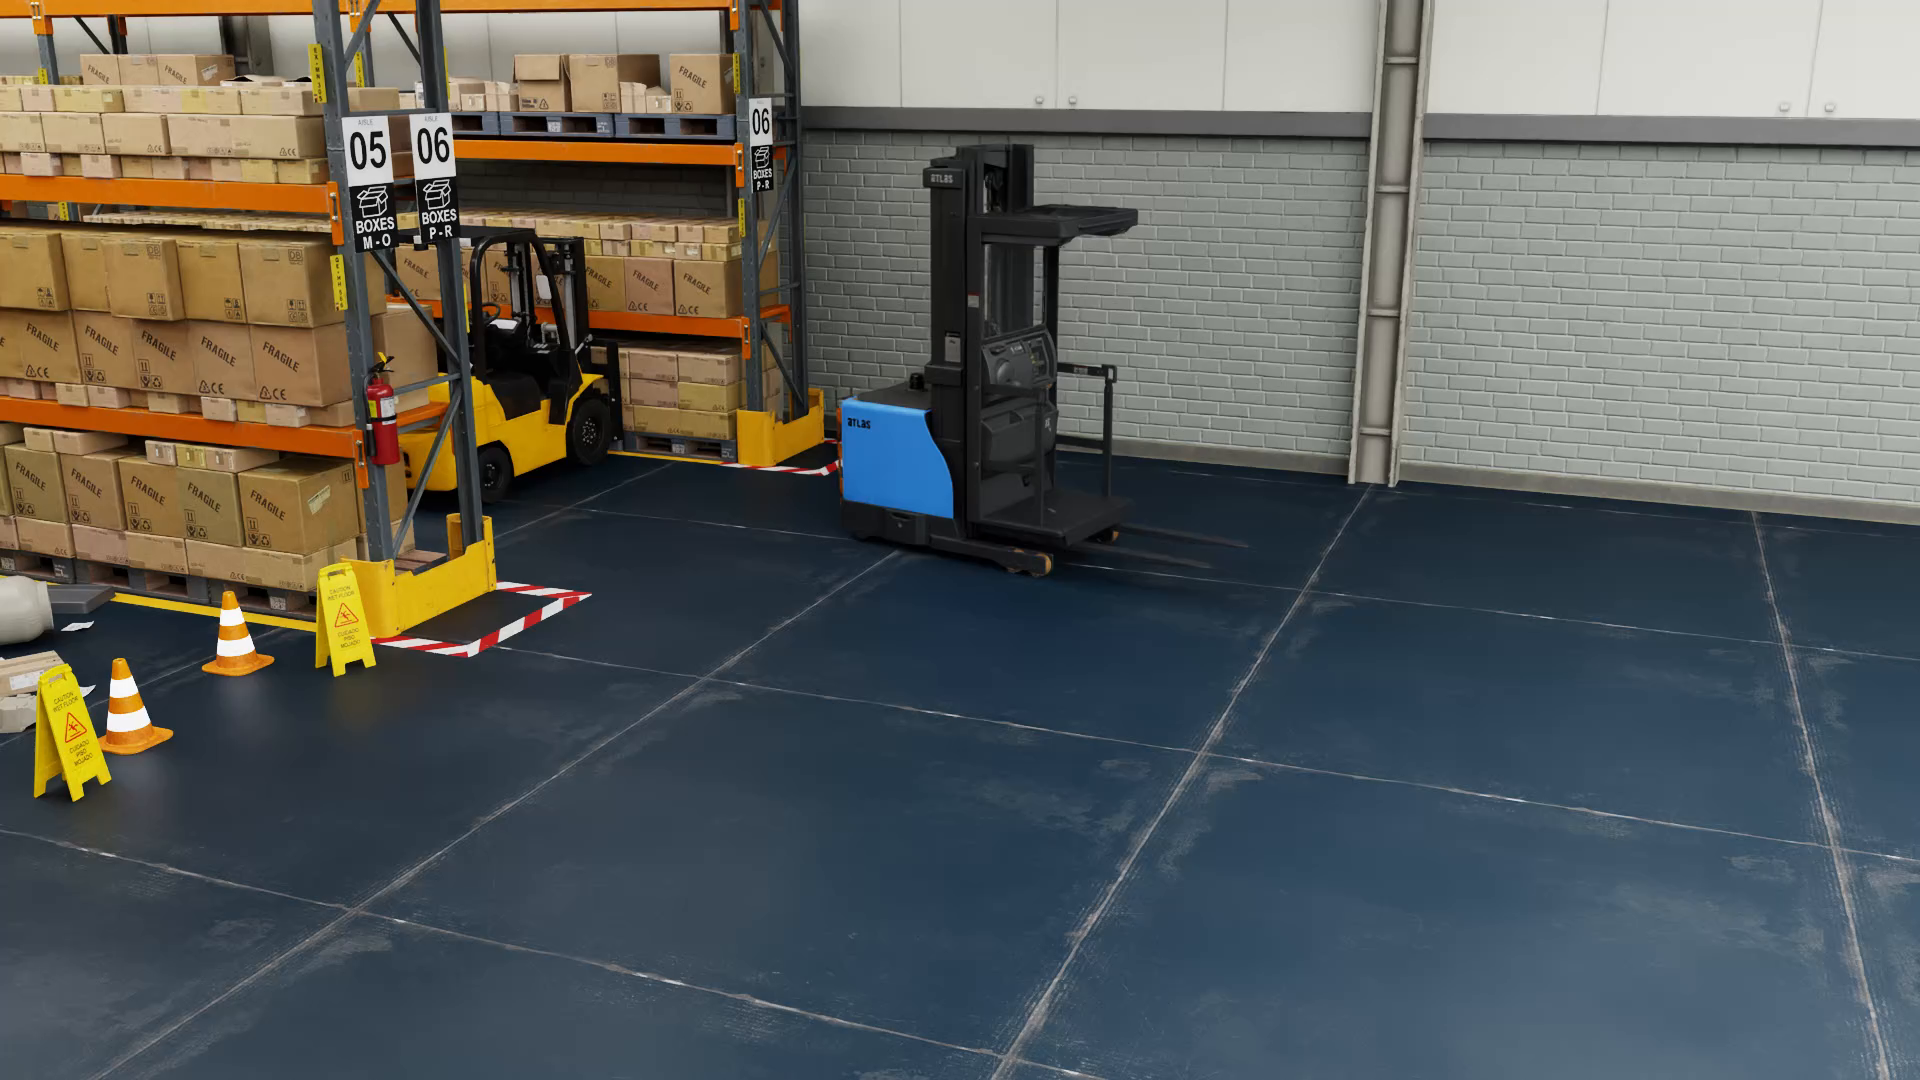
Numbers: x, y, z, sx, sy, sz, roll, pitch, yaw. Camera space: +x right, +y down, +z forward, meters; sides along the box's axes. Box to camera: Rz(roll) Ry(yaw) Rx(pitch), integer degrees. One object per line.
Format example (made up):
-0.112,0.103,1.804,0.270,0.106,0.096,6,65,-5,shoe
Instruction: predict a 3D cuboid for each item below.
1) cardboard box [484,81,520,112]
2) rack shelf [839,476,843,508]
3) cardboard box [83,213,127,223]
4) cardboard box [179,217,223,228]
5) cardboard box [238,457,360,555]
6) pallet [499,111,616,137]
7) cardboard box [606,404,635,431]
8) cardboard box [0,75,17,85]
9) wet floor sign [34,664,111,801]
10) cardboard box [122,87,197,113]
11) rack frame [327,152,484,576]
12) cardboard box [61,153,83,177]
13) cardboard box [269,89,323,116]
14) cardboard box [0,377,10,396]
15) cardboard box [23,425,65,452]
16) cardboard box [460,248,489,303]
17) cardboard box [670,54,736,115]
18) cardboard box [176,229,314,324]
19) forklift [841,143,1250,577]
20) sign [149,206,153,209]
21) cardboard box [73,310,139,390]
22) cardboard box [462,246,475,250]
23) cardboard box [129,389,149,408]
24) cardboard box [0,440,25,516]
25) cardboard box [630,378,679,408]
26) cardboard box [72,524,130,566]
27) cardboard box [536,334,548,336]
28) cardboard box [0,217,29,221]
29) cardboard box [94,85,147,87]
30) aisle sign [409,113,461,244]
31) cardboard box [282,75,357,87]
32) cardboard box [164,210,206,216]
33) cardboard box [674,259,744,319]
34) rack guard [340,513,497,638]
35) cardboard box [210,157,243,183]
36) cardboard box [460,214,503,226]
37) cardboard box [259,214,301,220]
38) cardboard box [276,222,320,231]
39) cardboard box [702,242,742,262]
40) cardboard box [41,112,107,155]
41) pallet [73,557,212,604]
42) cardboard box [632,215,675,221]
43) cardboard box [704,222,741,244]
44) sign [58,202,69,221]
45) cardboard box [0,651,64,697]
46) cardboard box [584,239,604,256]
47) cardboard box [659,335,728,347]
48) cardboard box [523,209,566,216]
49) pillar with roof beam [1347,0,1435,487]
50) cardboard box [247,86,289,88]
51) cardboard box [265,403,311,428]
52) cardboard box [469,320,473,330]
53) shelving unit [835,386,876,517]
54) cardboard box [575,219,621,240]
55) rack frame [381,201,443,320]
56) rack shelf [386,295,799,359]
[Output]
-4.127,-4.066,15.226,0.258,0.266,0.396,6,17,19,cardboard box
-0.792,-0.384,13.136,0.240,0.259,0.215,9,19,34,rack shelf
-8.929,-3.330,17.422,0.250,0.149,0.380,7,18,22,cardboard box
-7.725,-3.201,16.976,0.250,0.149,0.380,7,17,22,cardboard box
-4.335,-0.229,10.916,0.500,0.500,0.500,6,17,21,cardboard box
-3.463,-3.863,15.377,1.213,0.211,1.003,6,17,21,pallet
-3.150,-1.215,15.659,0.500,0.250,0.500,6,17,21,cardboard box
-10.018,-4.809,17.499,0.250,0.149,0.380,6,17,19,cardboard box
-4.462,0.941,8.276,0.232,0.644,0.267,3,17,11,wet floor sign
-5.062,-2.792,10.550,0.250,0.149,0.380,6,17,19,cardboard box
-3.494,-0.974,10.647,0.127,3.000,1.000,6,17,21,rack frame
-5.578,-2.449,10.799,0.250,0.149,0.380,6,17,21,cardboard box
-3.917,-2.634,10.008,0.250,0.149,0.380,6,17,21,cardboard box
-6.527,-1.115,11.585,0.250,0.149,0.380,6,17,20,cardboard box
-6.192,-0.725,11.460,0.250,0.149,0.380,7,18,23,cardboard box
-4.589,-2.556,15.920,0.500,0.500,0.500,7,17,22,cardboard box
-2.177,-3.982,14.516,0.500,0.500,0.500,7,18,22,cardboard box
-4.517,-1.694,10.622,0.500,0.500,0.700,6,17,21,cardboard box
0.604,-1.314,11.942,3.031,2.935,1.130,10,19,32,forklift
-8.917,-3.780,18.237,0.005,0.325,0.100,6,17,21,sign
-5.492,-1.310,11.092,0.500,0.500,0.500,6,17,21,cardboard box
-4.500,-2.839,15.730,0.250,0.149,0.380,7,17,22,cardboard box
-5.335,-0.997,11.179,0.250,0.149,0.380,6,17,21,cardboard box
-6.765,-0.494,11.827,0.500,0.500,0.500,7,18,23,cardboard box
-2.706,-1.405,15.416,0.500,0.250,0.500,6,17,20,cardboard box
-5.770,-0.028,11.569,0.500,0.250,0.500,6,17,20,cardboard box
-4.123,-1.798,15.872,0.500,0.250,0.500,7,18,23,cardboard box
-6.885,-1.952,11.513,0.500,0.500,0.700,6,17,20,cardboard box
-5.608,-2.994,11.248,0.250,0.149,0.380,6,17,21,cardboard box
-3.322,-2.296,10.539,0.004,0.787,0.394,6,17,21,aisle sign
-6.159,-4.329,16.051,0.500,0.311,0.500,6,17,19,cardboard box
-8.238,-3.418,17.725,0.250,0.149,0.380,6,17,21,cardboard box
-2.230,-2.291,15.007,0.500,0.500,0.500,6,17,19,cardboard box
-3.564,0.219,11.022,0.348,0.500,1.175,6,17,21,rack guard
-4.406,-2.310,10.322,0.250,0.149,0.380,7,18,22,cardboard box
-4.490,-2.983,15.693,0.250,0.149,0.380,7,17,22,cardboard box
-7.046,-3.290,17.282,0.250,0.149,0.380,6,17,21,cardboard box
-6.544,-3.060,16.492,0.250,0.149,0.380,6,17,19,cardboard box
-2.101,-2.584,14.850,0.250,0.149,0.380,7,17,21,cardboard box
-5.491,-2.622,10.680,0.500,0.250,0.500,6,17,21,cardboard box
-5.438,0.140,11.812,1.213,0.211,1.003,6,17,21,pallet
-2.871,-2.962,15.620,0.250,0.149,0.380,7,18,22,cardboard box
-2.086,-2.746,14.875,0.250,0.149,0.380,6,17,21,cardboard box
-9.308,-3.456,17.263,0.005,0.325,0.100,6,17,21,sign
-5.453,0.785,9.701,0.380,0.149,0.250,-12,20,-37,cardboard box
-3.303,-2.708,15.280,0.250,0.149,0.380,6,17,21,cardboard box
-2.520,-1.771,15.779,0.500,0.250,0.500,6,17,21,cardboard box
-4.030,-3.117,16.155,0.250,0.149,0.380,6,17,20,cardboard box
2.009,-3.717,9.336,0.400,9.000,9.100,6,17,21,pillar with roof beam
-4.406,-2.874,10.833,0.250,0.149,0.380,6,17,20,cardboard box
-4.196,-0.833,10.613,0.250,0.149,0.380,6,17,20,cardboard box
-4.868,-2.032,16.677,0.500,0.250,0.500,7,17,22,cardboard box
-0.798,-0.662,13.060,0.252,1.050,0.215,9,19,34,shelving unit
-3.310,-2.850,15.235,0.250,0.149,0.380,7,17,22,cardboard box
-5.397,-2.670,16.492,0.127,3.000,1.000,6,17,21,rack frame
-3.536,-2.120,15.888,4.000,0.370,1.077,6,17,21,rack shelf
